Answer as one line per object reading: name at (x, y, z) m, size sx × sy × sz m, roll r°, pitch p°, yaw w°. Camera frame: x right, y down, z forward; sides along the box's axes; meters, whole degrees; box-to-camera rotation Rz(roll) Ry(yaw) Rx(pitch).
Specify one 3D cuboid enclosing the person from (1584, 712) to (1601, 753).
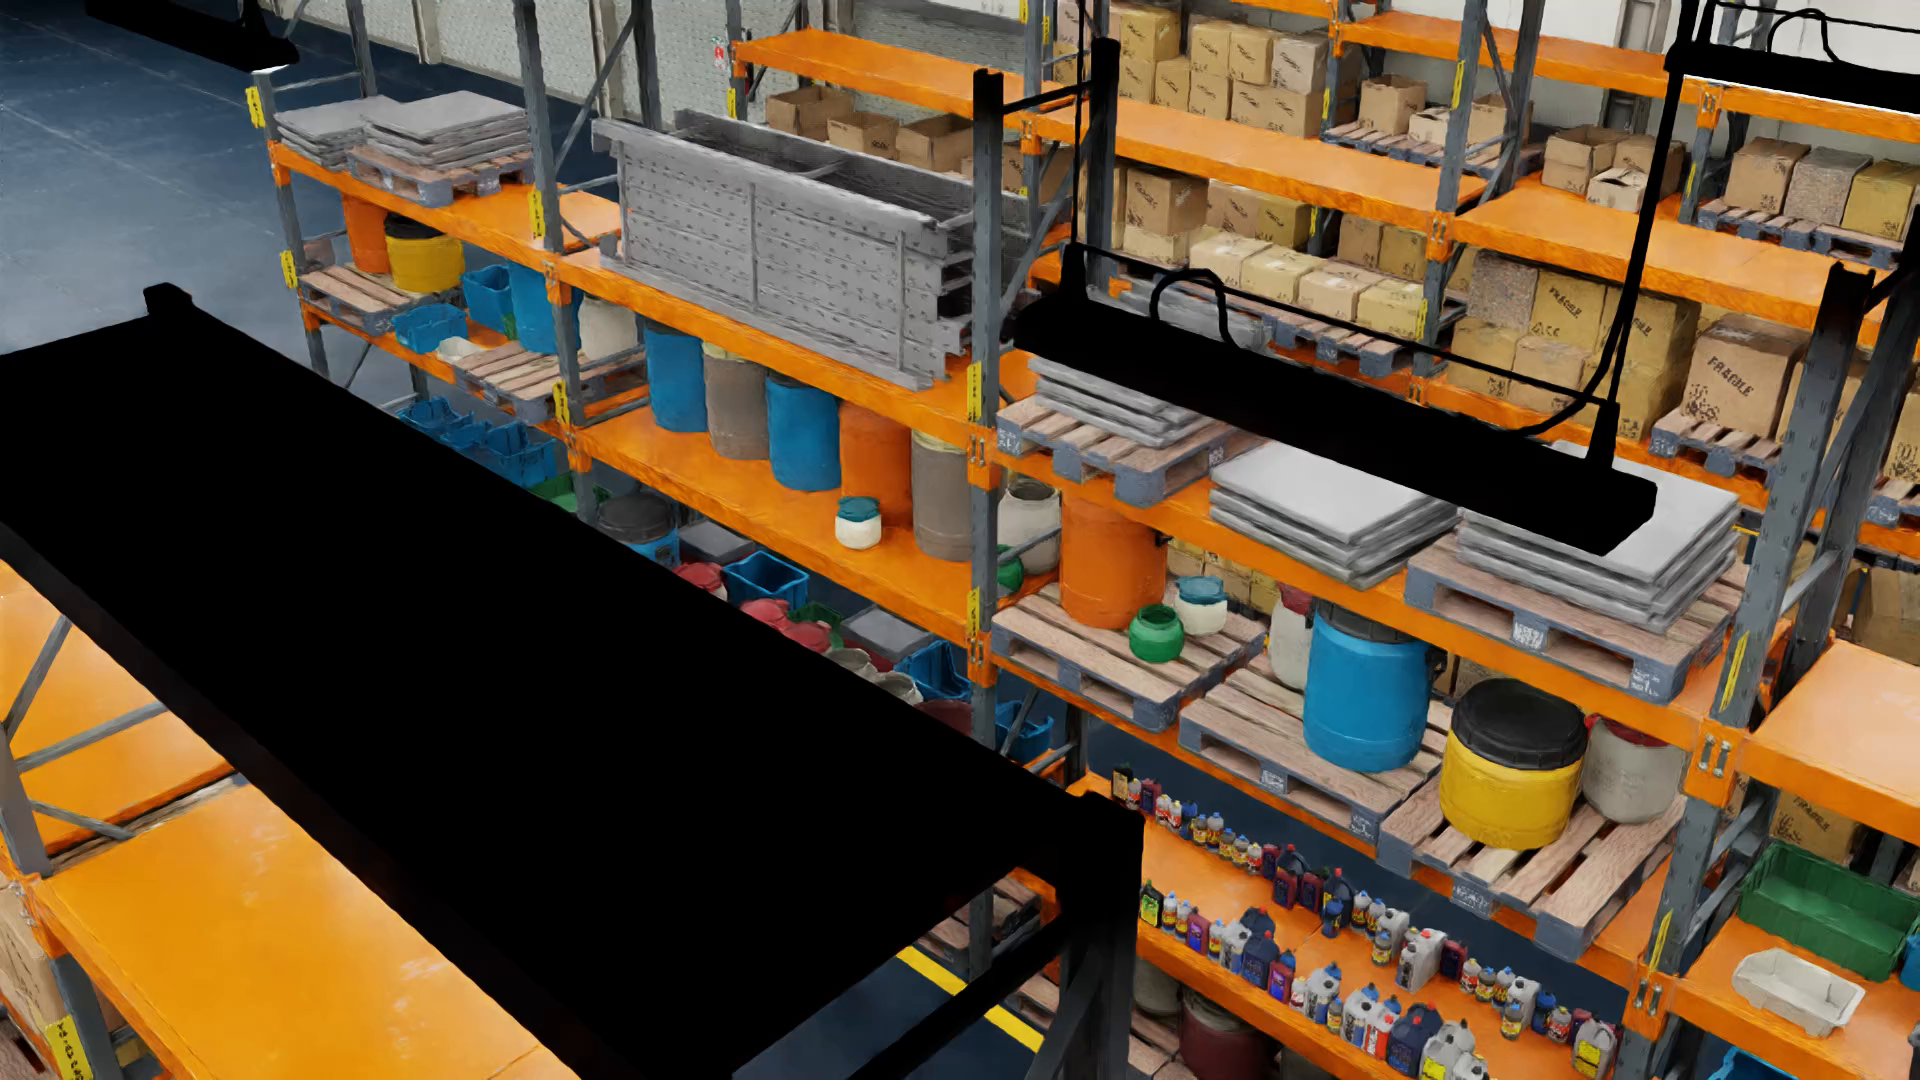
person at (4.428, 1.757, 11.327) m, size 0.623 × 1.738 × 0.476 m, roll 12°, pitch 31°, yaw 20°
